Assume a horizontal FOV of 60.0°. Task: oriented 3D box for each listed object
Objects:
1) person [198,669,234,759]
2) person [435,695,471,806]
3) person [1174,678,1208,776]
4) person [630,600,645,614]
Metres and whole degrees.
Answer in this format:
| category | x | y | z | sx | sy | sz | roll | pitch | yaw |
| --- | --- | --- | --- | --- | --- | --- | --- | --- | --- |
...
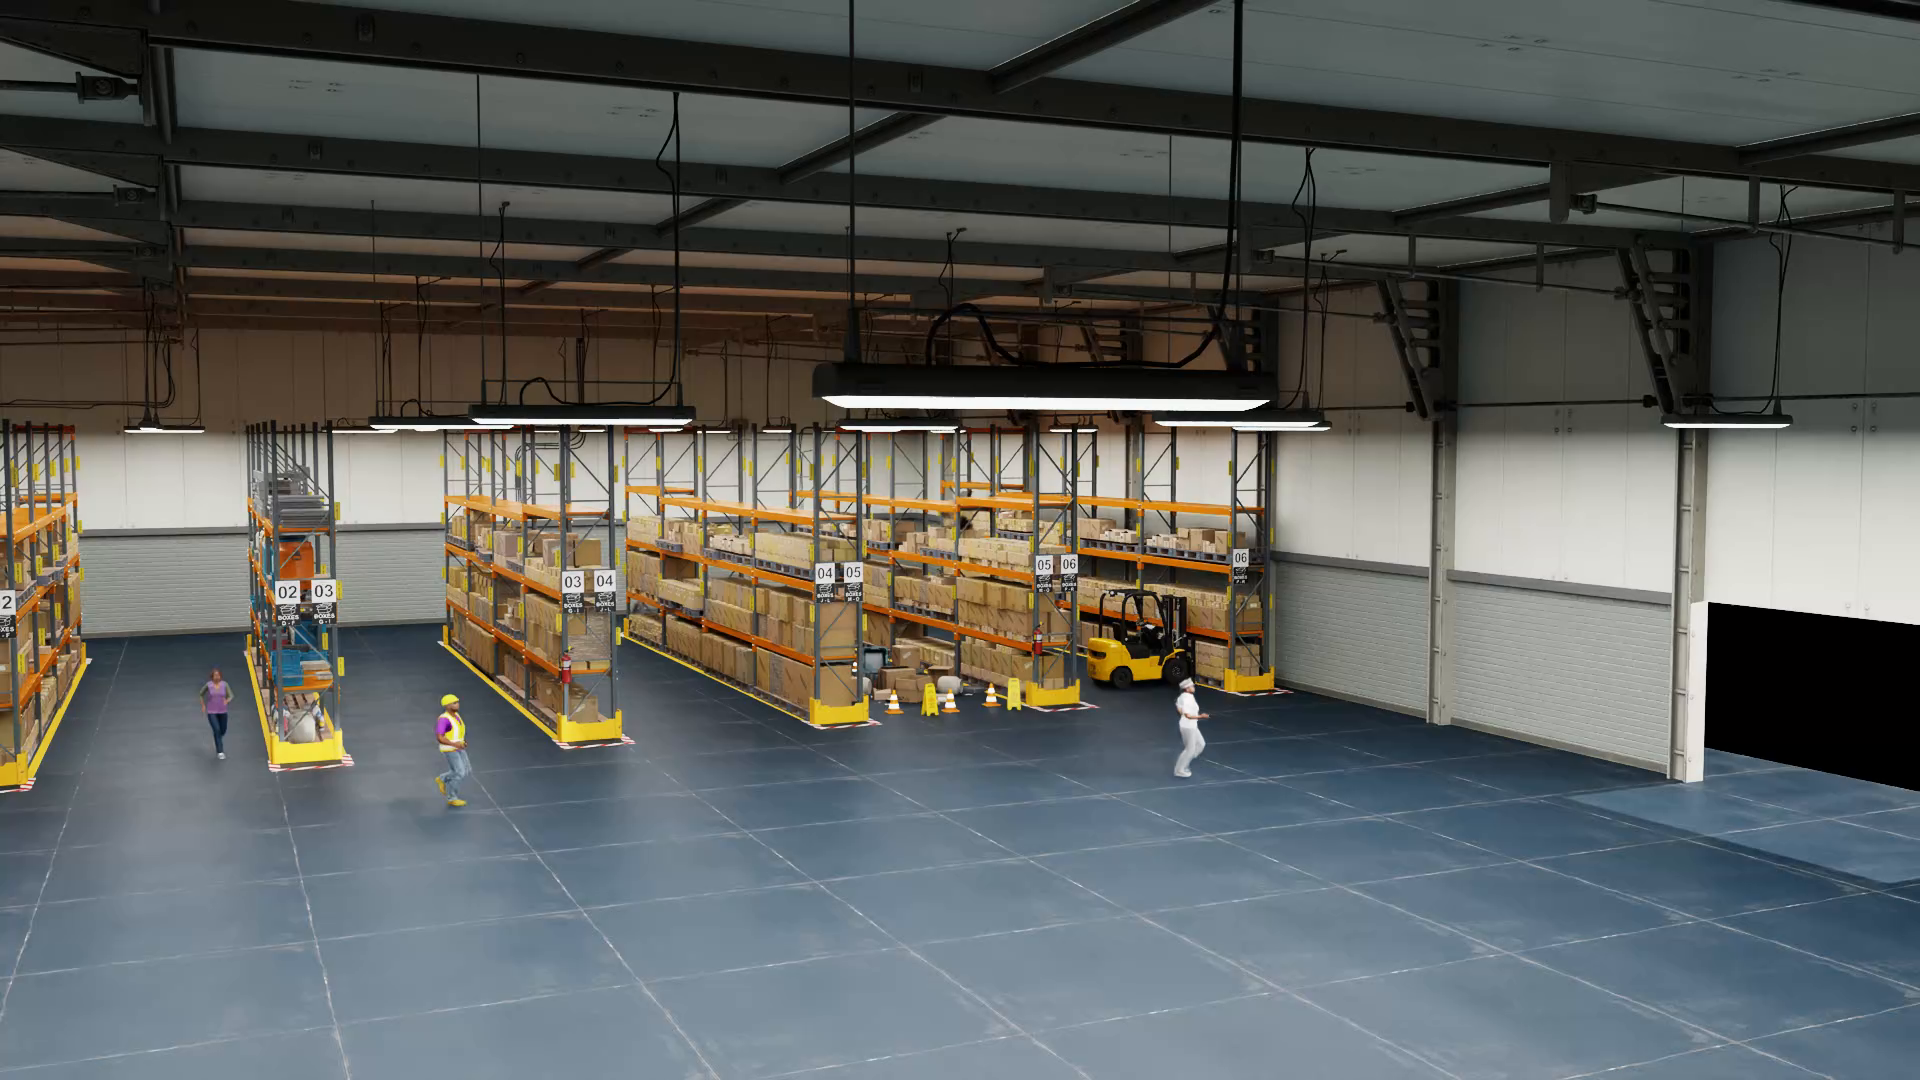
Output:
| category | x | y | z | sx | sy | sz | roll | pitch | yaw |
| --- | --- | --- | --- | --- | --- | --- | --- | --- | --- |
| person | -13.222 | 3.066 | 29.567 | 0.550 | 1.575 | 0.808 | -2 | 4 | -34 |
| person | -7.896 | 3.254 | 25.802 | 0.588 | 1.723 | 0.703 | 0 | 4 | 5 |
| person | 3.890 | 3.140 | 27.882 | 0.599 | 1.681 | 0.561 | 1 | 4 | 9 |
| person | -9.417 | 1.877 | 49.041 | 0.614 | 1.591 | 0.532 | -3 | 5 | -40 |
